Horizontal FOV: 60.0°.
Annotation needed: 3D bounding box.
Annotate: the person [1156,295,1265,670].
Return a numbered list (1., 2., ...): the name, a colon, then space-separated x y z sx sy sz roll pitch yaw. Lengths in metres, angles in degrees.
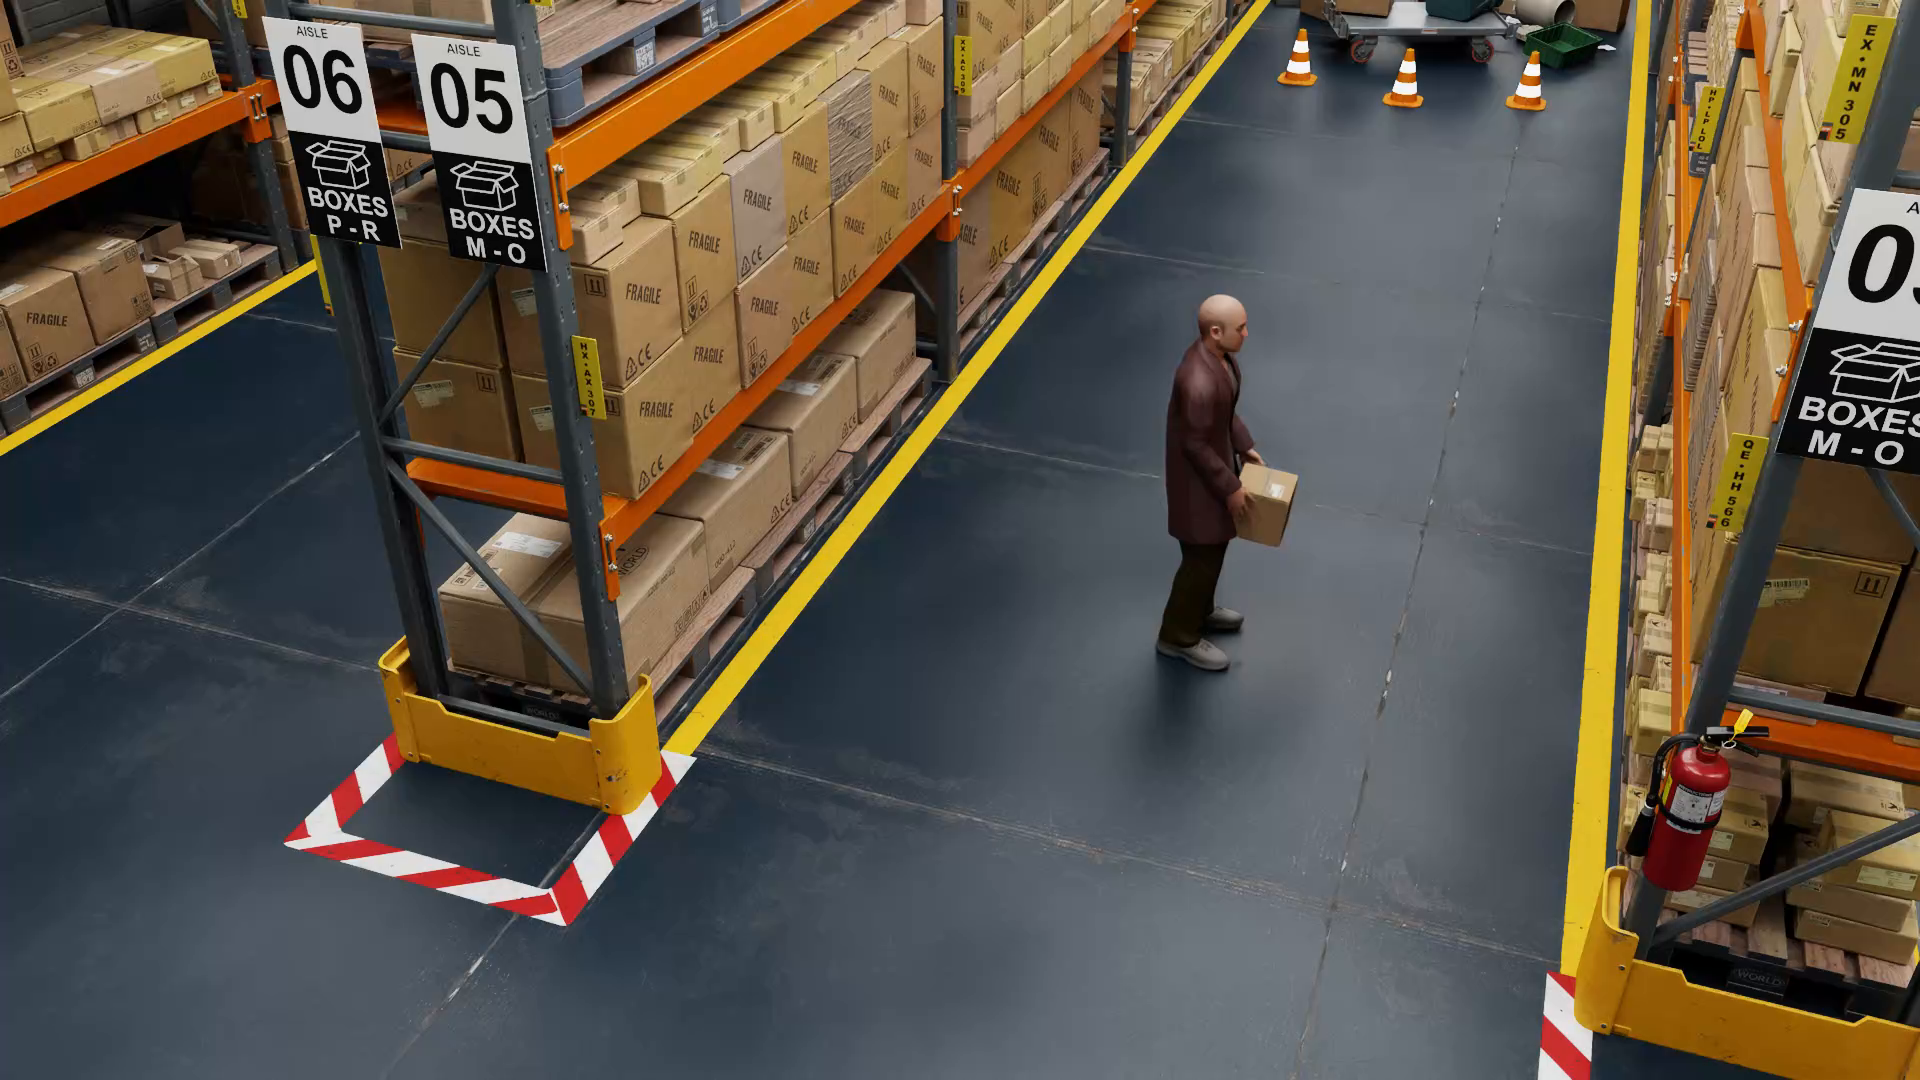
1. person: 1.151 -0.283 7.584 0.443 1.781 0.579 10 34 16
